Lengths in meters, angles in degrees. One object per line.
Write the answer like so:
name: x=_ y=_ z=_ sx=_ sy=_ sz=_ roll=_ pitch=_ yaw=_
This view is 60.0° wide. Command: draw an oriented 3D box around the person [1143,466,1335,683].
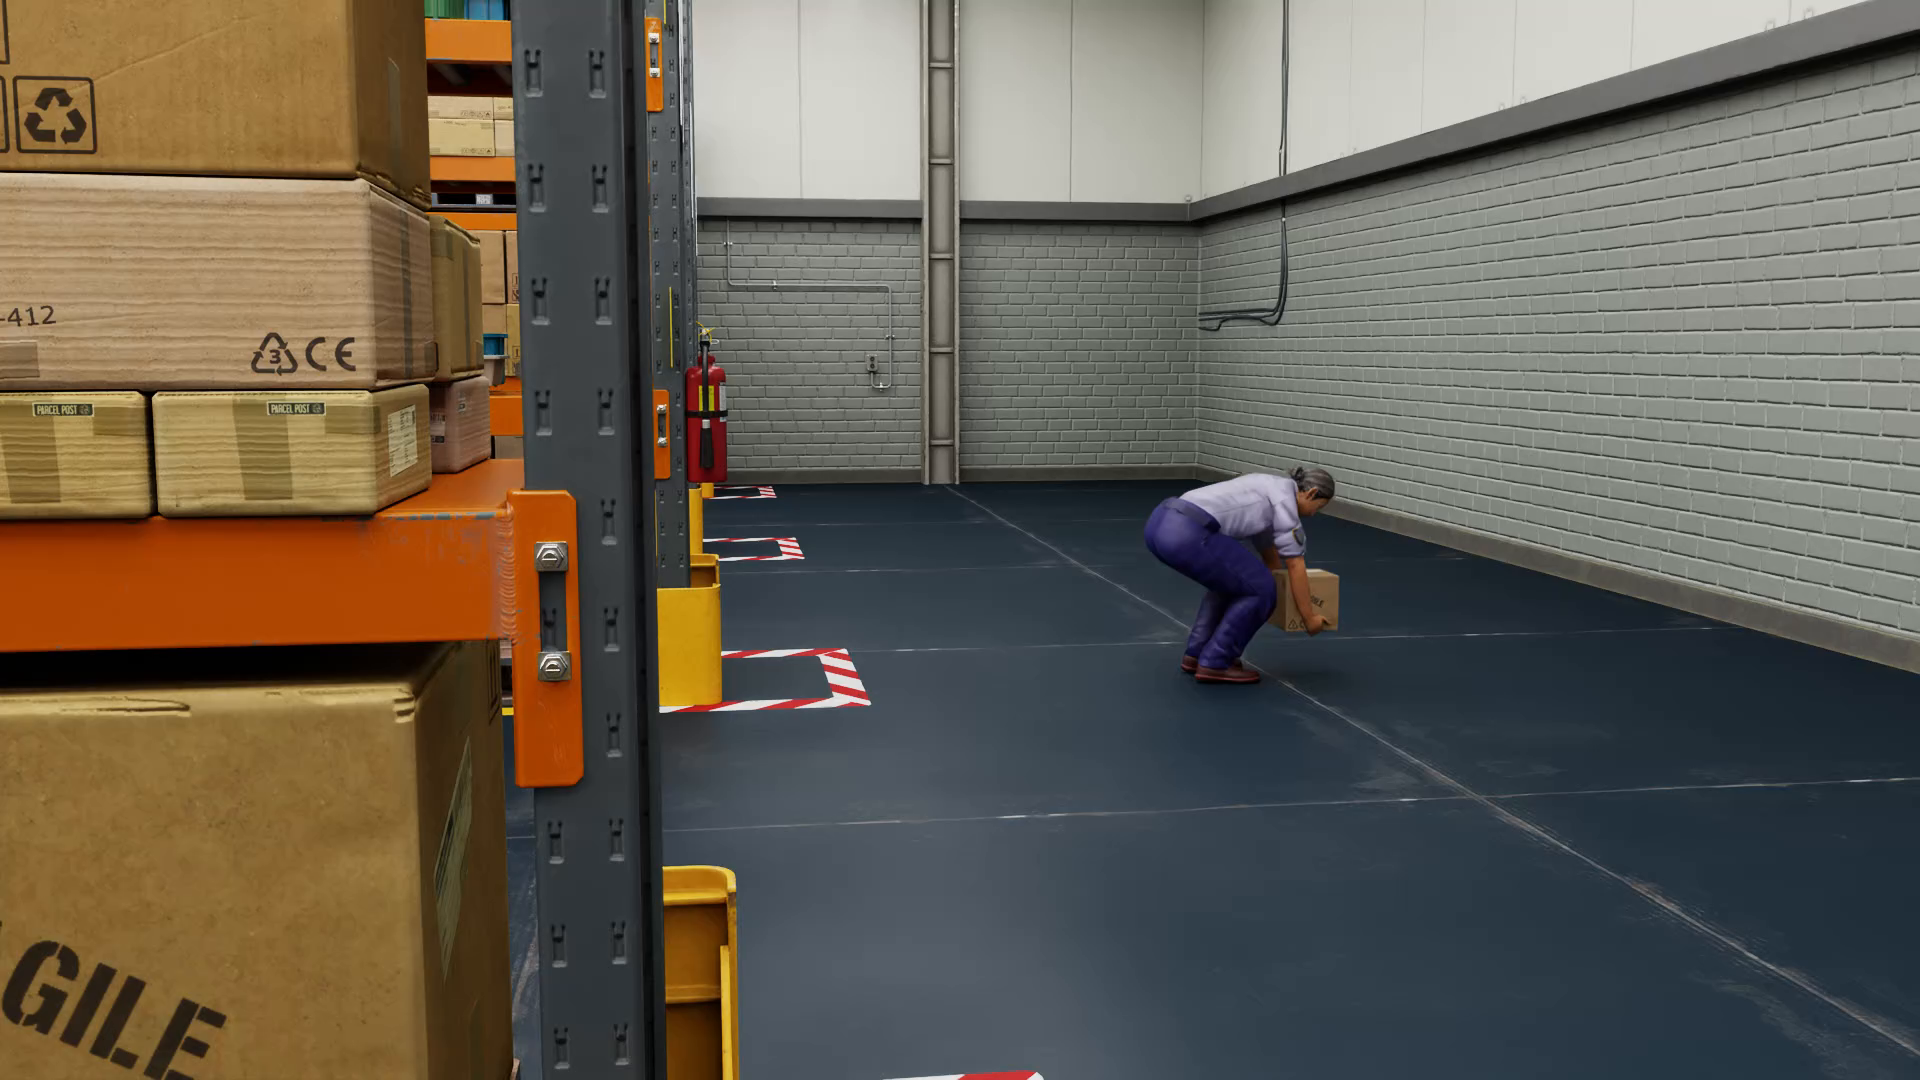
person: x=1.286 y=0.148 z=7.595 sx=0.886 sy=0.970 sz=0.501 roll=-1 pitch=7 yaw=-11
